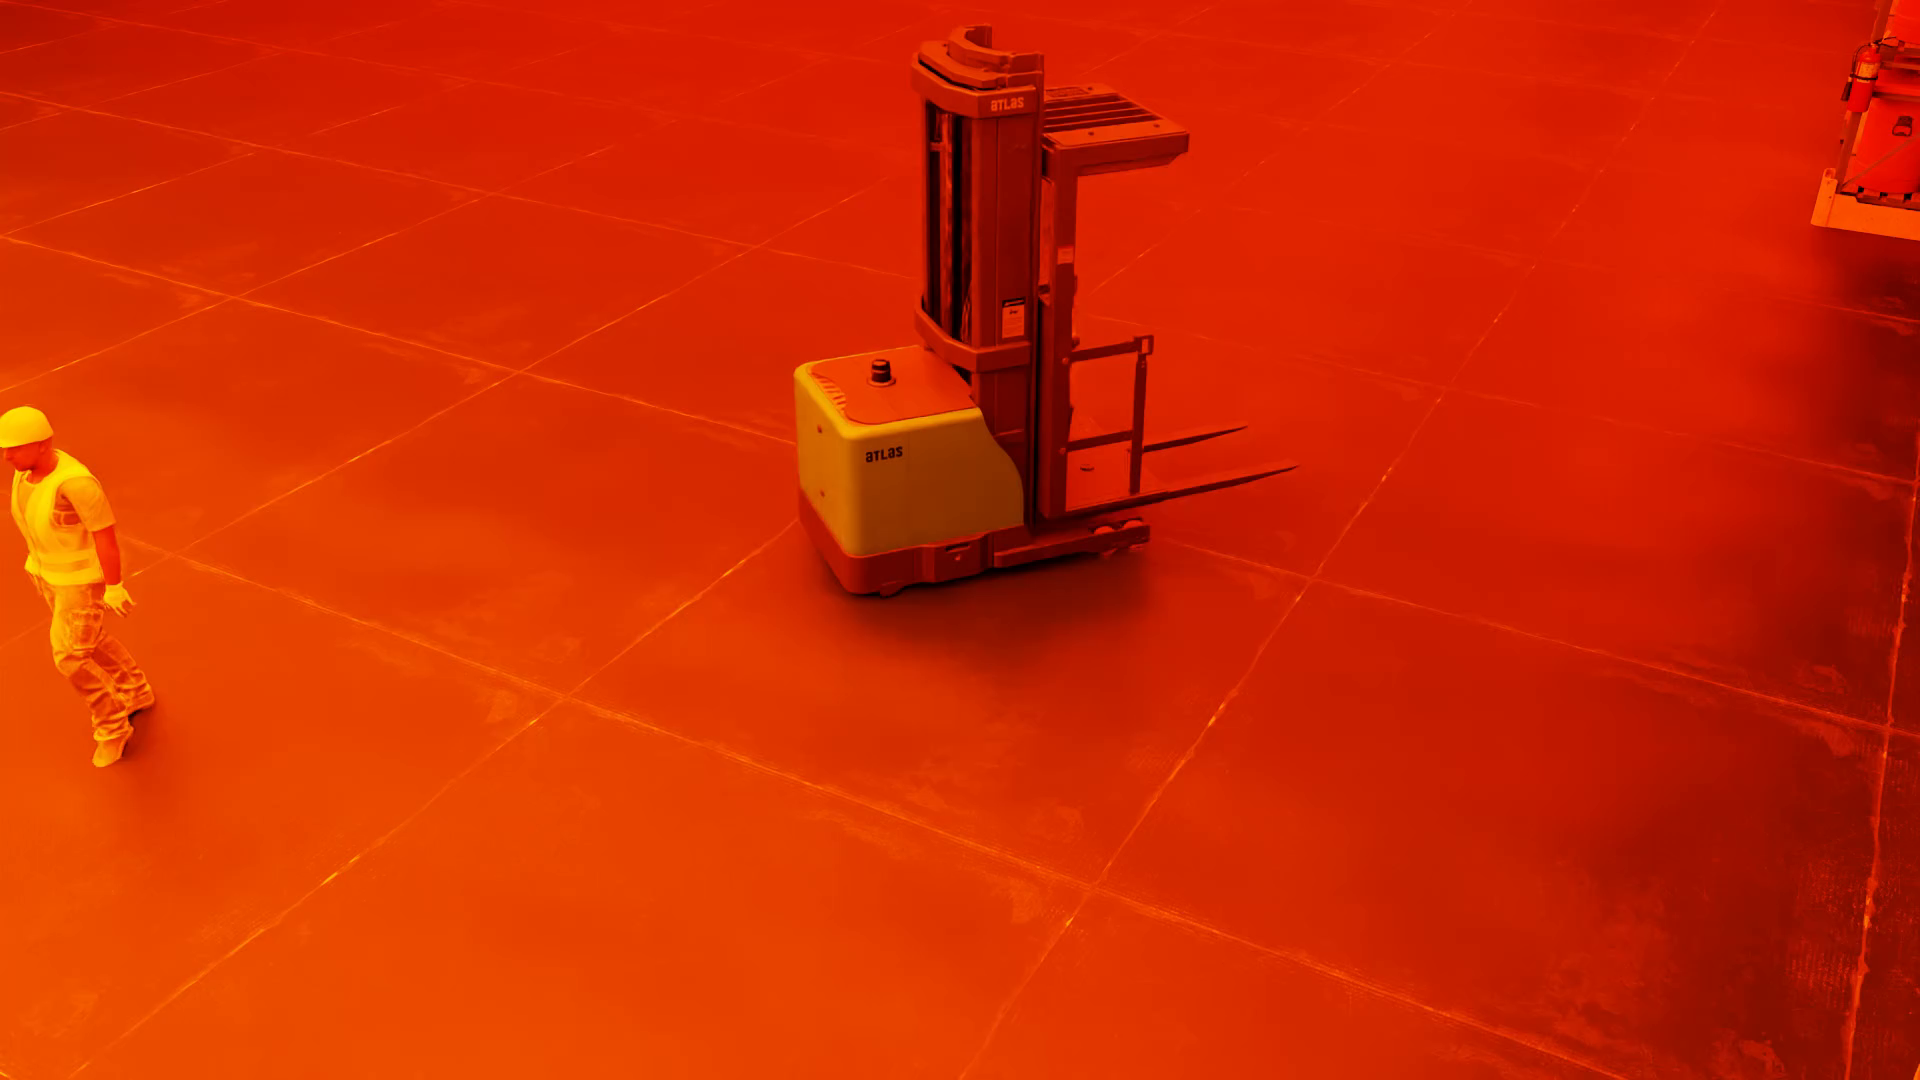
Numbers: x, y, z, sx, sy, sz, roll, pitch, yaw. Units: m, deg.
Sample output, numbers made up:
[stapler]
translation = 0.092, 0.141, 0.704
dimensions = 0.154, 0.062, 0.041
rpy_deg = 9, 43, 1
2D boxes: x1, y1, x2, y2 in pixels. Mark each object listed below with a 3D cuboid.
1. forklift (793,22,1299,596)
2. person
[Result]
[forklift]
translation = 0.591, -1.414, 9.521
dimensions = 3.031, 2.935, 1.130
rpy_deg = -11, 32, -19
[person]
translation = -4.262, 0.207, 7.947
dimensions = 0.659, 1.827, 0.503
rpy_deg = 22, 37, 33
